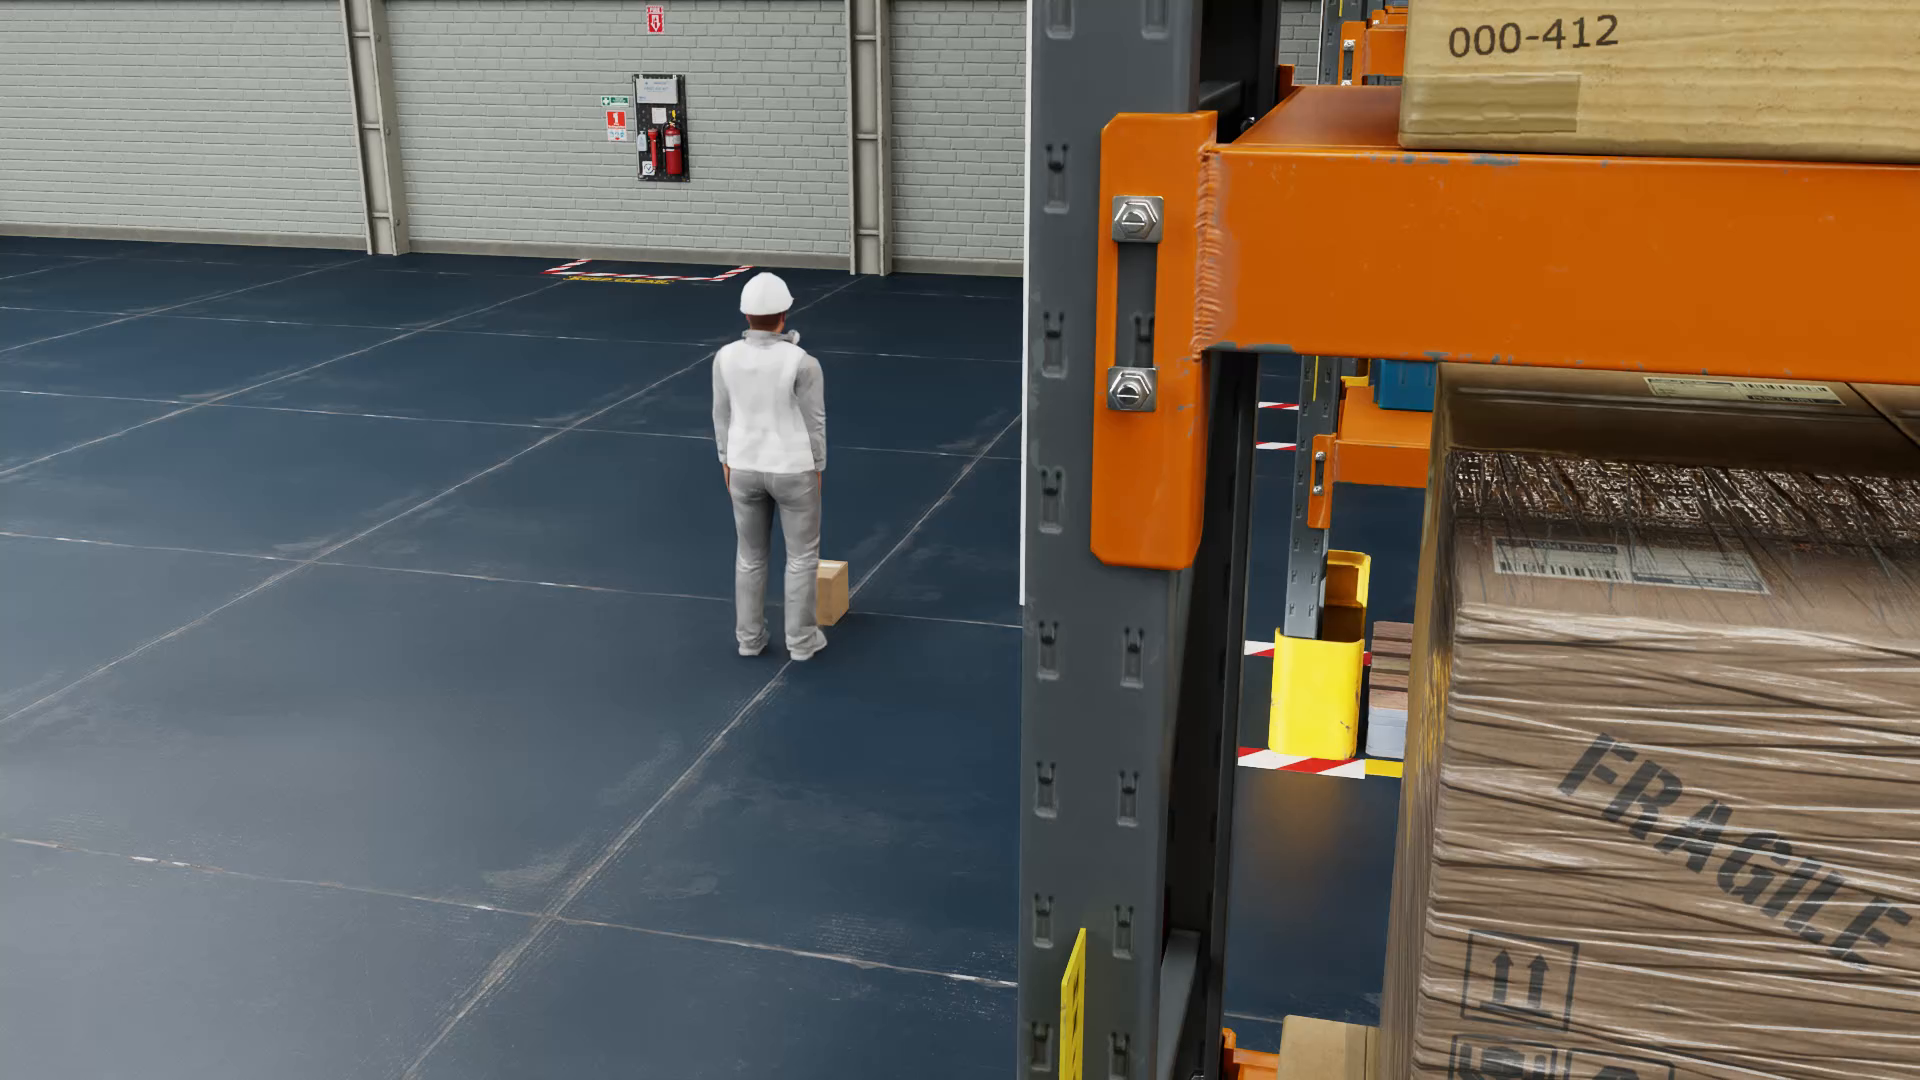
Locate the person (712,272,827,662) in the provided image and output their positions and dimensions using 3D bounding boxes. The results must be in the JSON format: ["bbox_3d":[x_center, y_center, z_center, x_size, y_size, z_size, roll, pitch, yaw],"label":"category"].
[{"bbox_3d":[-0.843,-0.319,7.514,0.531,1.787,0.357,5,19,15],"label":"person"}]
